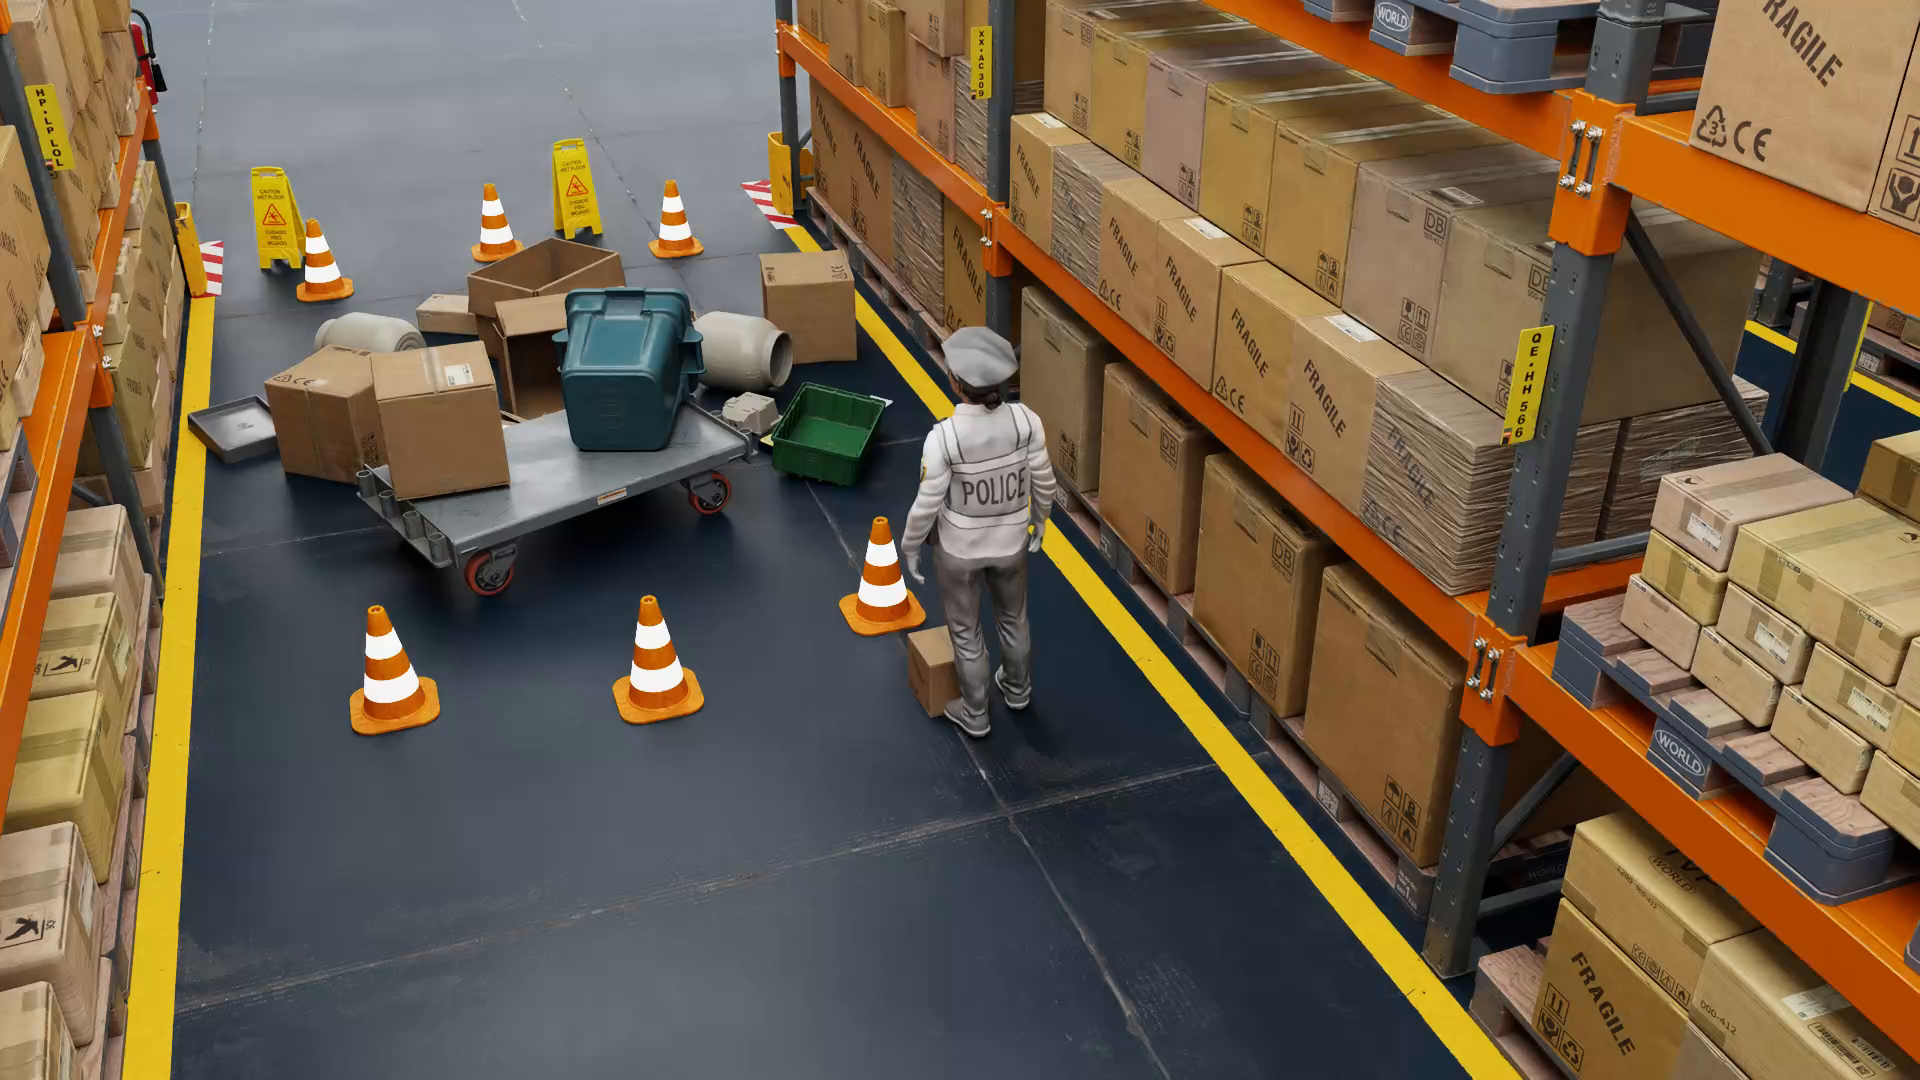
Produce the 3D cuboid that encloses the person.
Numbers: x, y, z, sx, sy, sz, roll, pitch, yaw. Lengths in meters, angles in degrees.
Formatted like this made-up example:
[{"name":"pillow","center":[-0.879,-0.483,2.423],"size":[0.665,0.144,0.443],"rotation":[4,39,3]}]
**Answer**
[{"name":"person","center":[0.050,-0.025,6.120],"size":[0.587,1.694,0.529],"rotation":[-10,32,-17]}]
